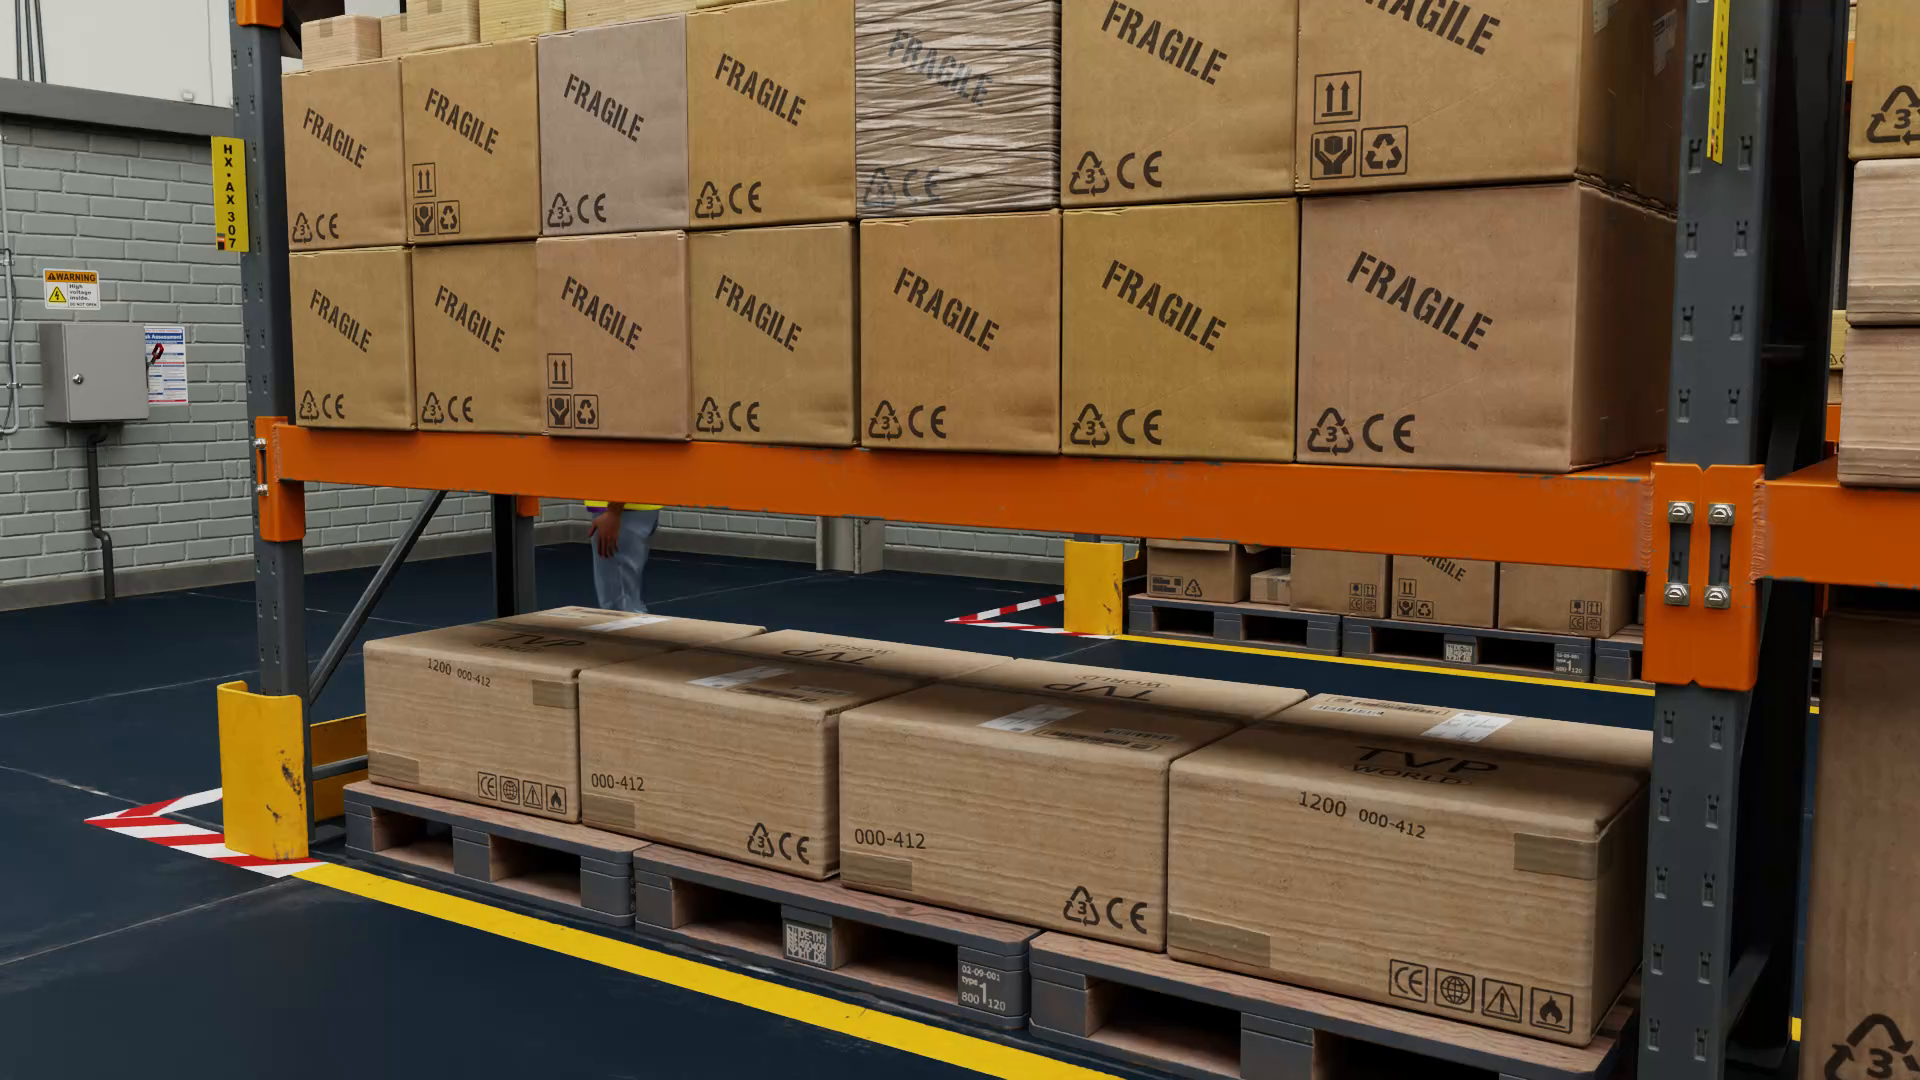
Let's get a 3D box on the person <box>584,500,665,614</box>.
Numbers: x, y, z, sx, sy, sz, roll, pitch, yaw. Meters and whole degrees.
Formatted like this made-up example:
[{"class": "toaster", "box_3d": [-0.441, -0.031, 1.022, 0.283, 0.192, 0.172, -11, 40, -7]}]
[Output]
[{"class": "person", "box_3d": [-1.378, -0.113, 6.825, 0.376, 1.780, 0.567, 0, 6, -2]}]
